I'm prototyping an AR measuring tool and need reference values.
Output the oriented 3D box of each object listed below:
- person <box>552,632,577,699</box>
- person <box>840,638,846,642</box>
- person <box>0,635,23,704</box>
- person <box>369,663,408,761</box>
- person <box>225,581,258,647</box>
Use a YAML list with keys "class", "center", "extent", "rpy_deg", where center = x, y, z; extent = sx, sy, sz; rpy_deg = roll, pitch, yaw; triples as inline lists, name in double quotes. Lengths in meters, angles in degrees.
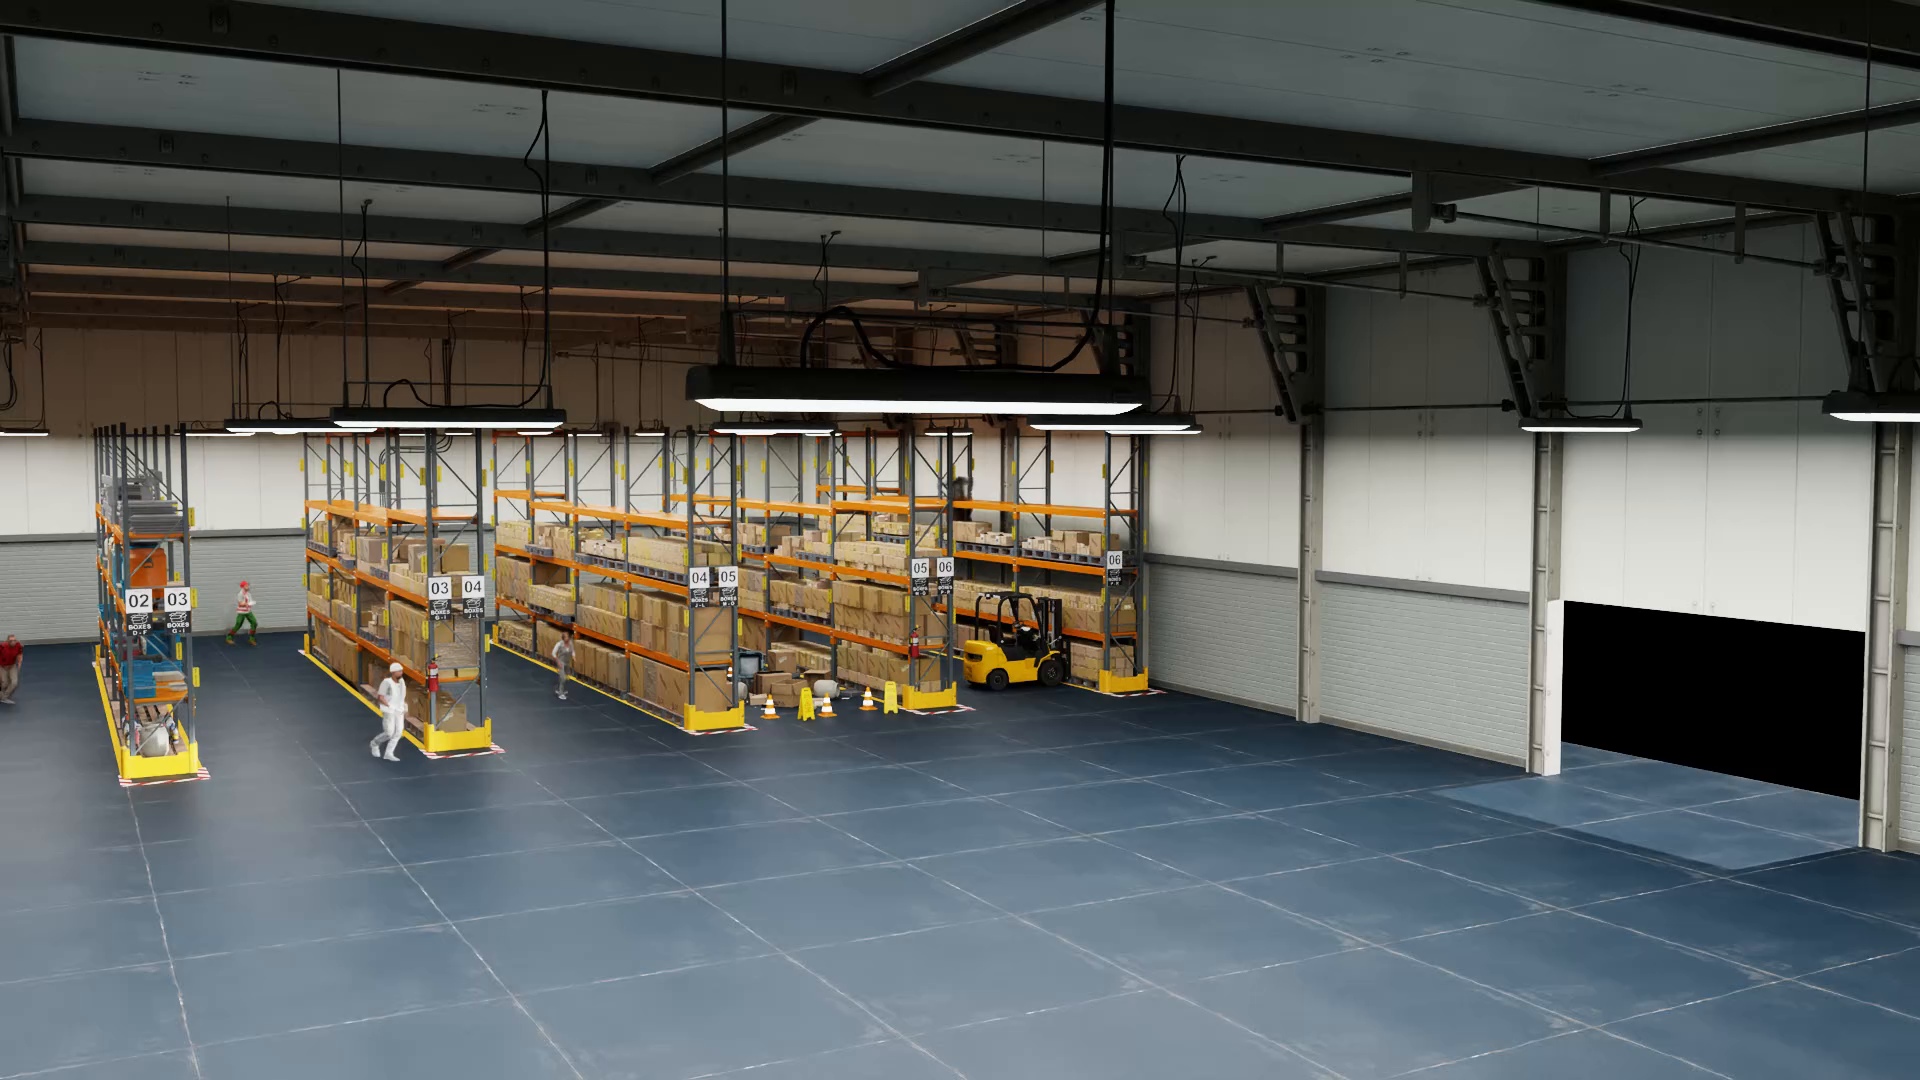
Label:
- class: "person"
  center: [-8.765, 2.751, 36.709]
  extent: [0.792, 1.516, 0.558]
  rpy_deg: [3, 4, 40]
- class: "person"
  center: [-2.998, 2.316, 43.245]
  extent: [0.791, 1.561, 0.573]
  rpy_deg: [3, 5, 44]
- class: "person"
  center: [-20.649, 2.834, 35.933]
  extent: [0.883, 1.446, 0.686]
  rpy_deg: [3, 4, 40]
- class: "person"
  center: [-10.224, 3.064, 29.750]
  extent: [0.695, 1.756, 0.702]
  rpy_deg: [2, 4, 25]
- class: "person"
  center: [-19.814, 2.047, 45.990]
  extent: [0.901, 1.831, 0.670]
  rpy_deg: [1, 3, 8]
